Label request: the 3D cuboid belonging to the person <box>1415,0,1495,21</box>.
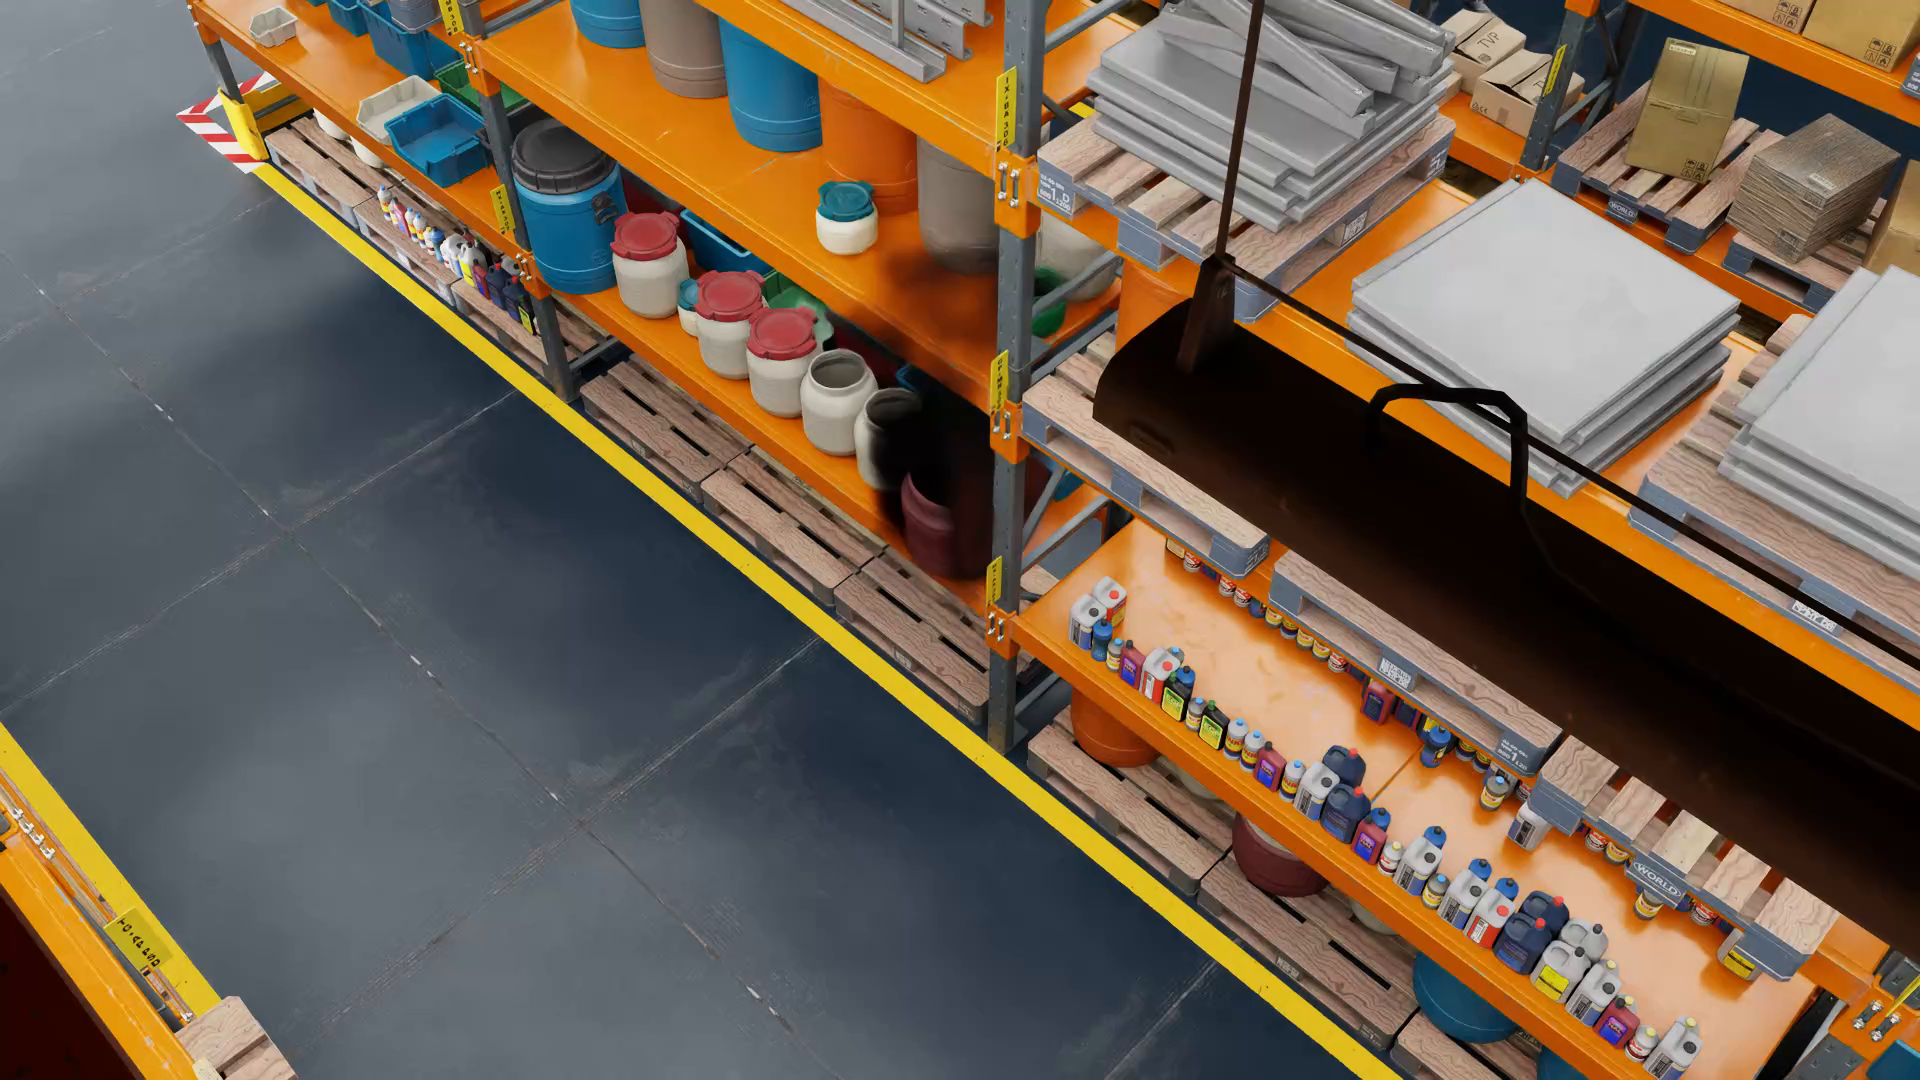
[{"bbox_3d":[3.998,-4.640,13.217,0.879,1.597,0.540,24,54,19],"label":"person"}]
